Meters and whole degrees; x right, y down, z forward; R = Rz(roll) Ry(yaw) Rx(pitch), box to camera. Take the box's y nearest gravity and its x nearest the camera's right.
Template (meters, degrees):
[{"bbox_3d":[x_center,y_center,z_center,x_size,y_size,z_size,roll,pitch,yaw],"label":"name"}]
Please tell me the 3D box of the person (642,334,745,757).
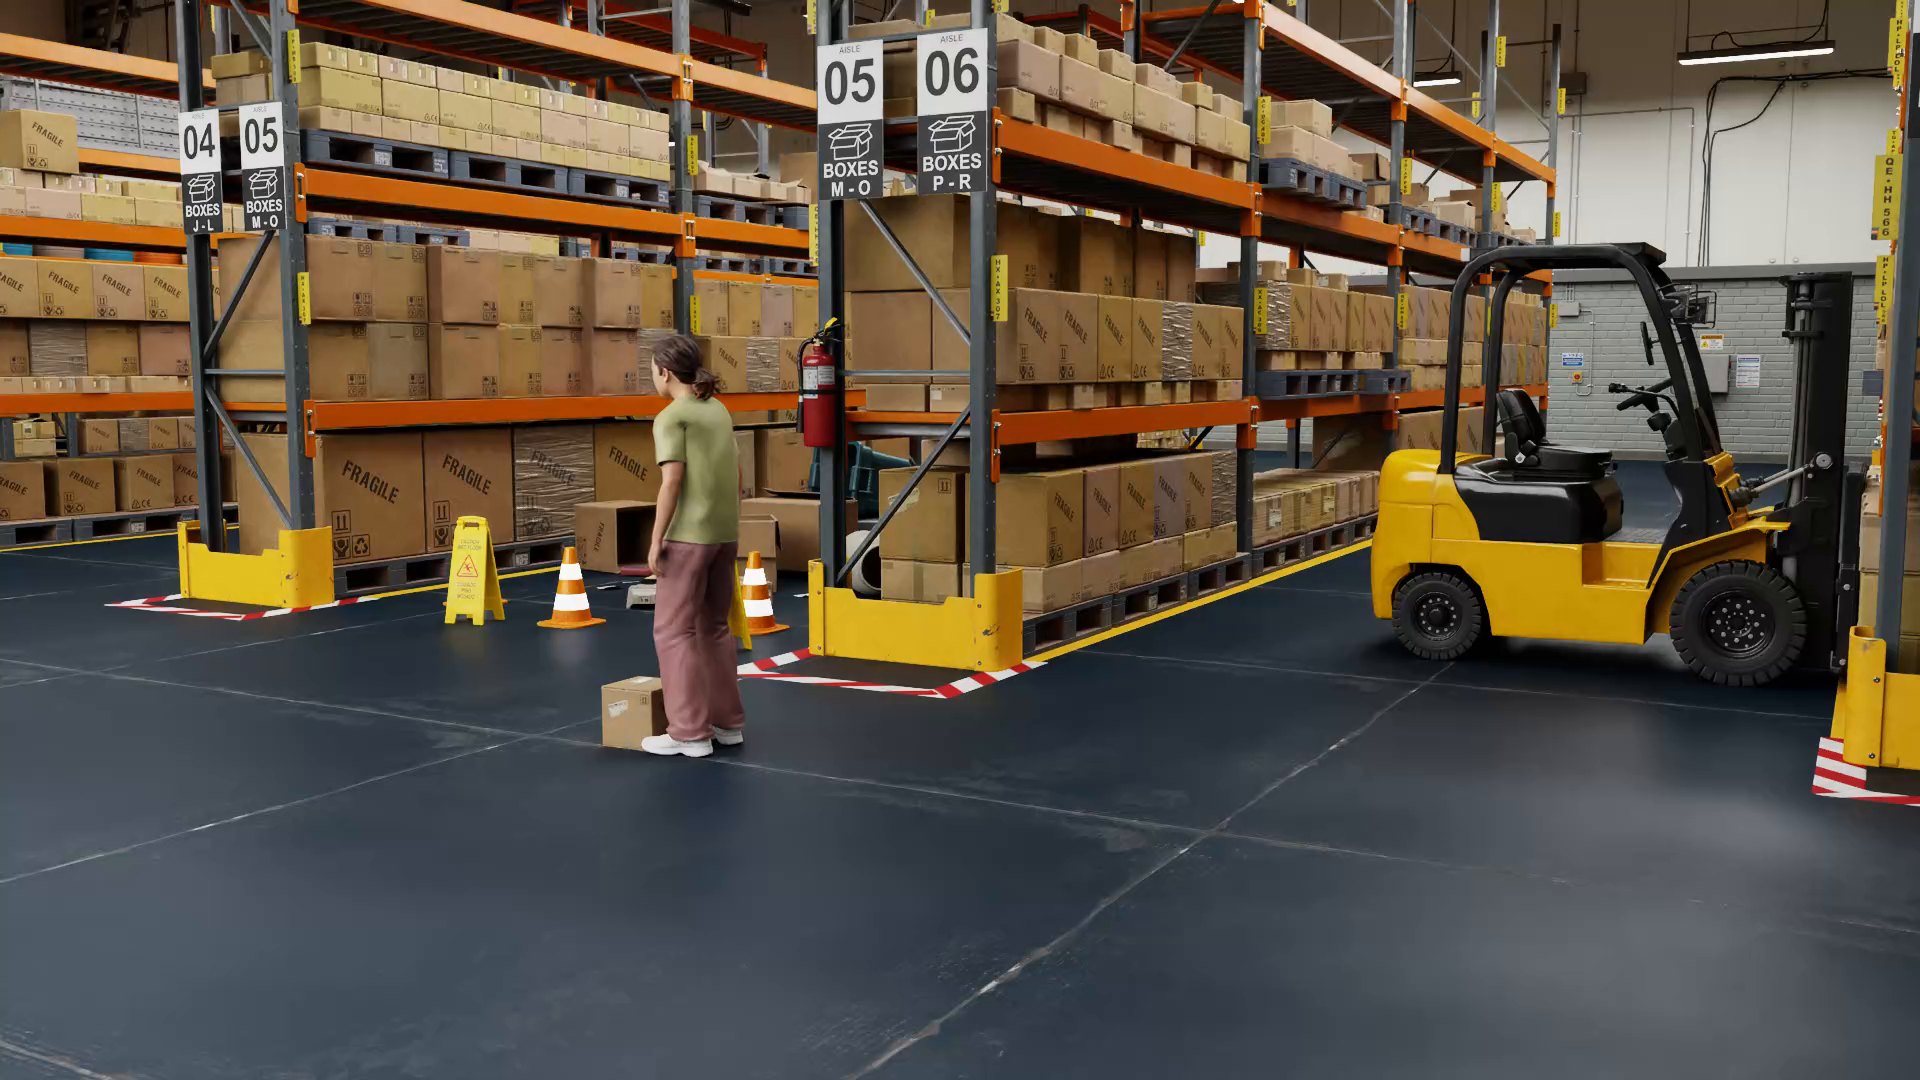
[{"bbox_3d":[-1.073,0.017,6.667,0.356,1.673,0.499,3,7,29],"label":"person"}]
